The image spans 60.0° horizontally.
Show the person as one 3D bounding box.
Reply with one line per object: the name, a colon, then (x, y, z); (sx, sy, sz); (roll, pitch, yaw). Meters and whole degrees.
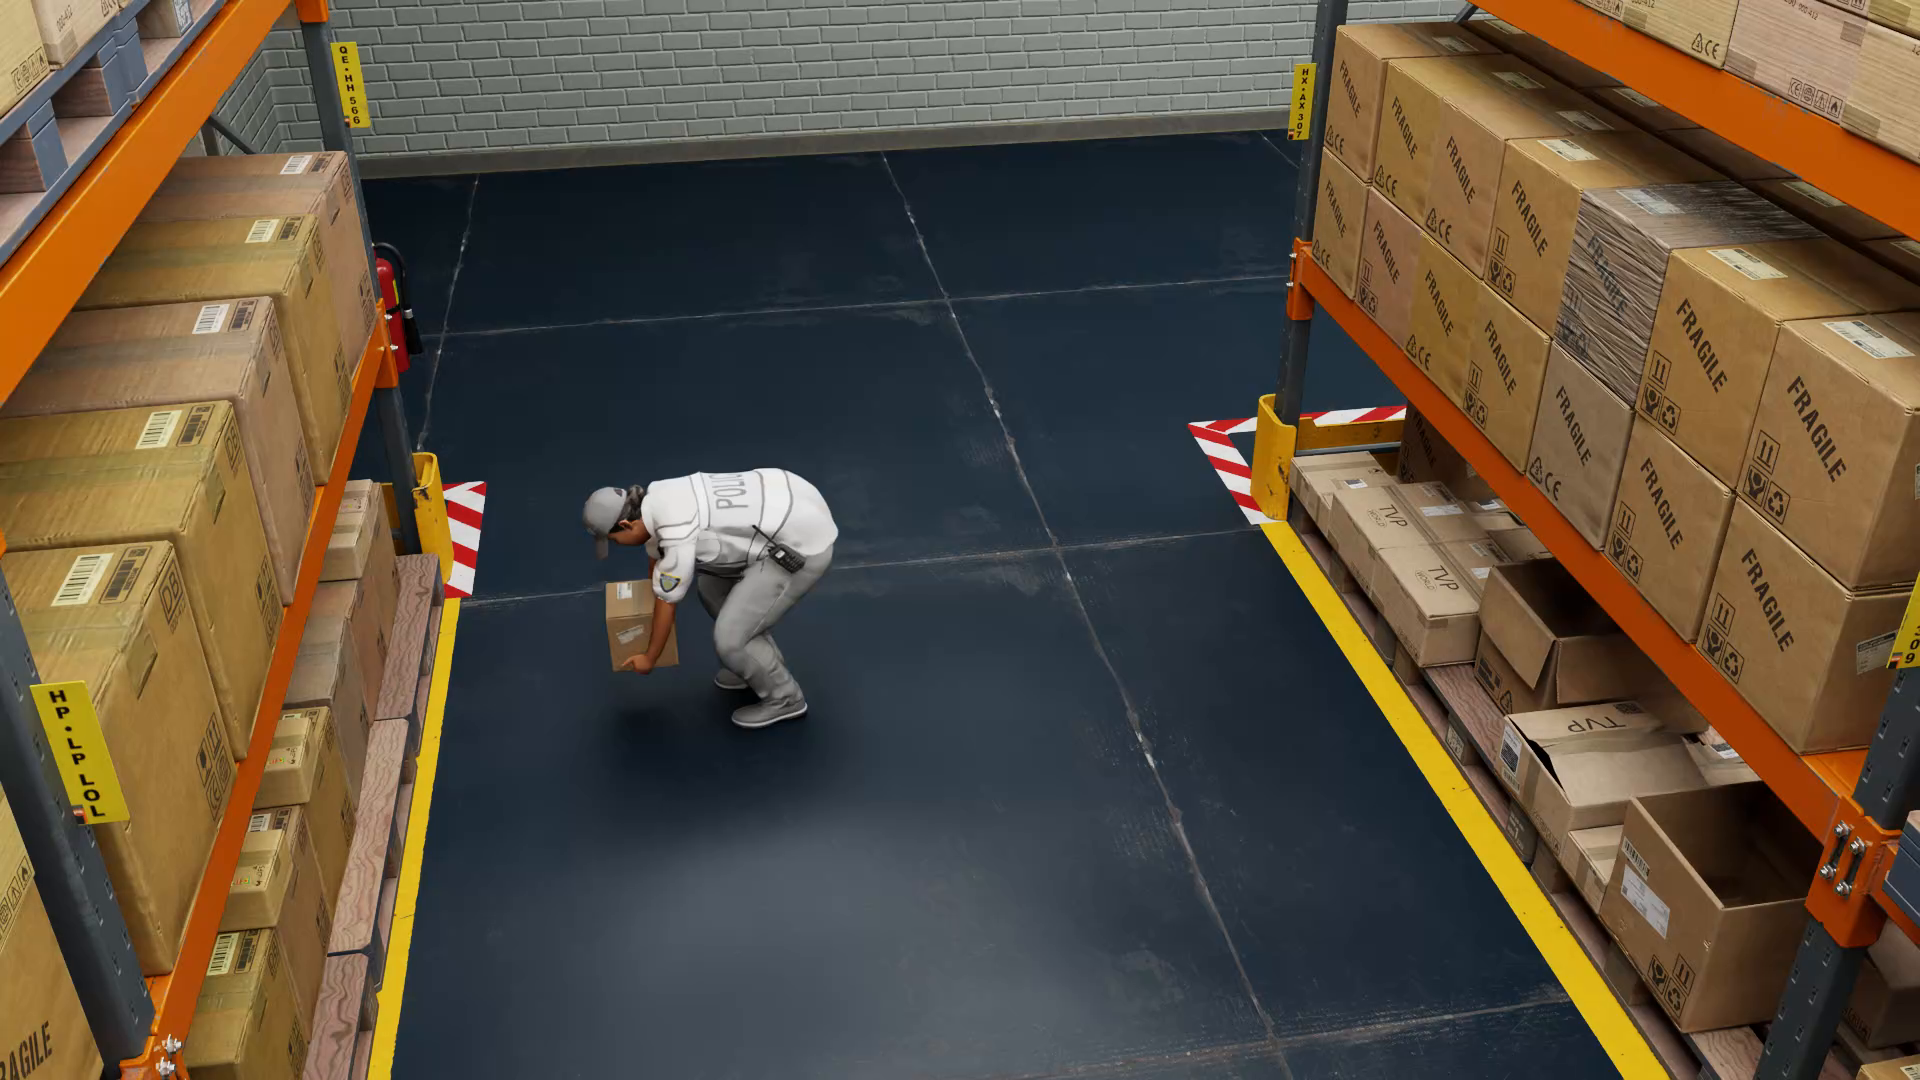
person: (-0.935, 0.208, 6.404); (0.938, 1.031, 0.486); (-7, 32, -11)
